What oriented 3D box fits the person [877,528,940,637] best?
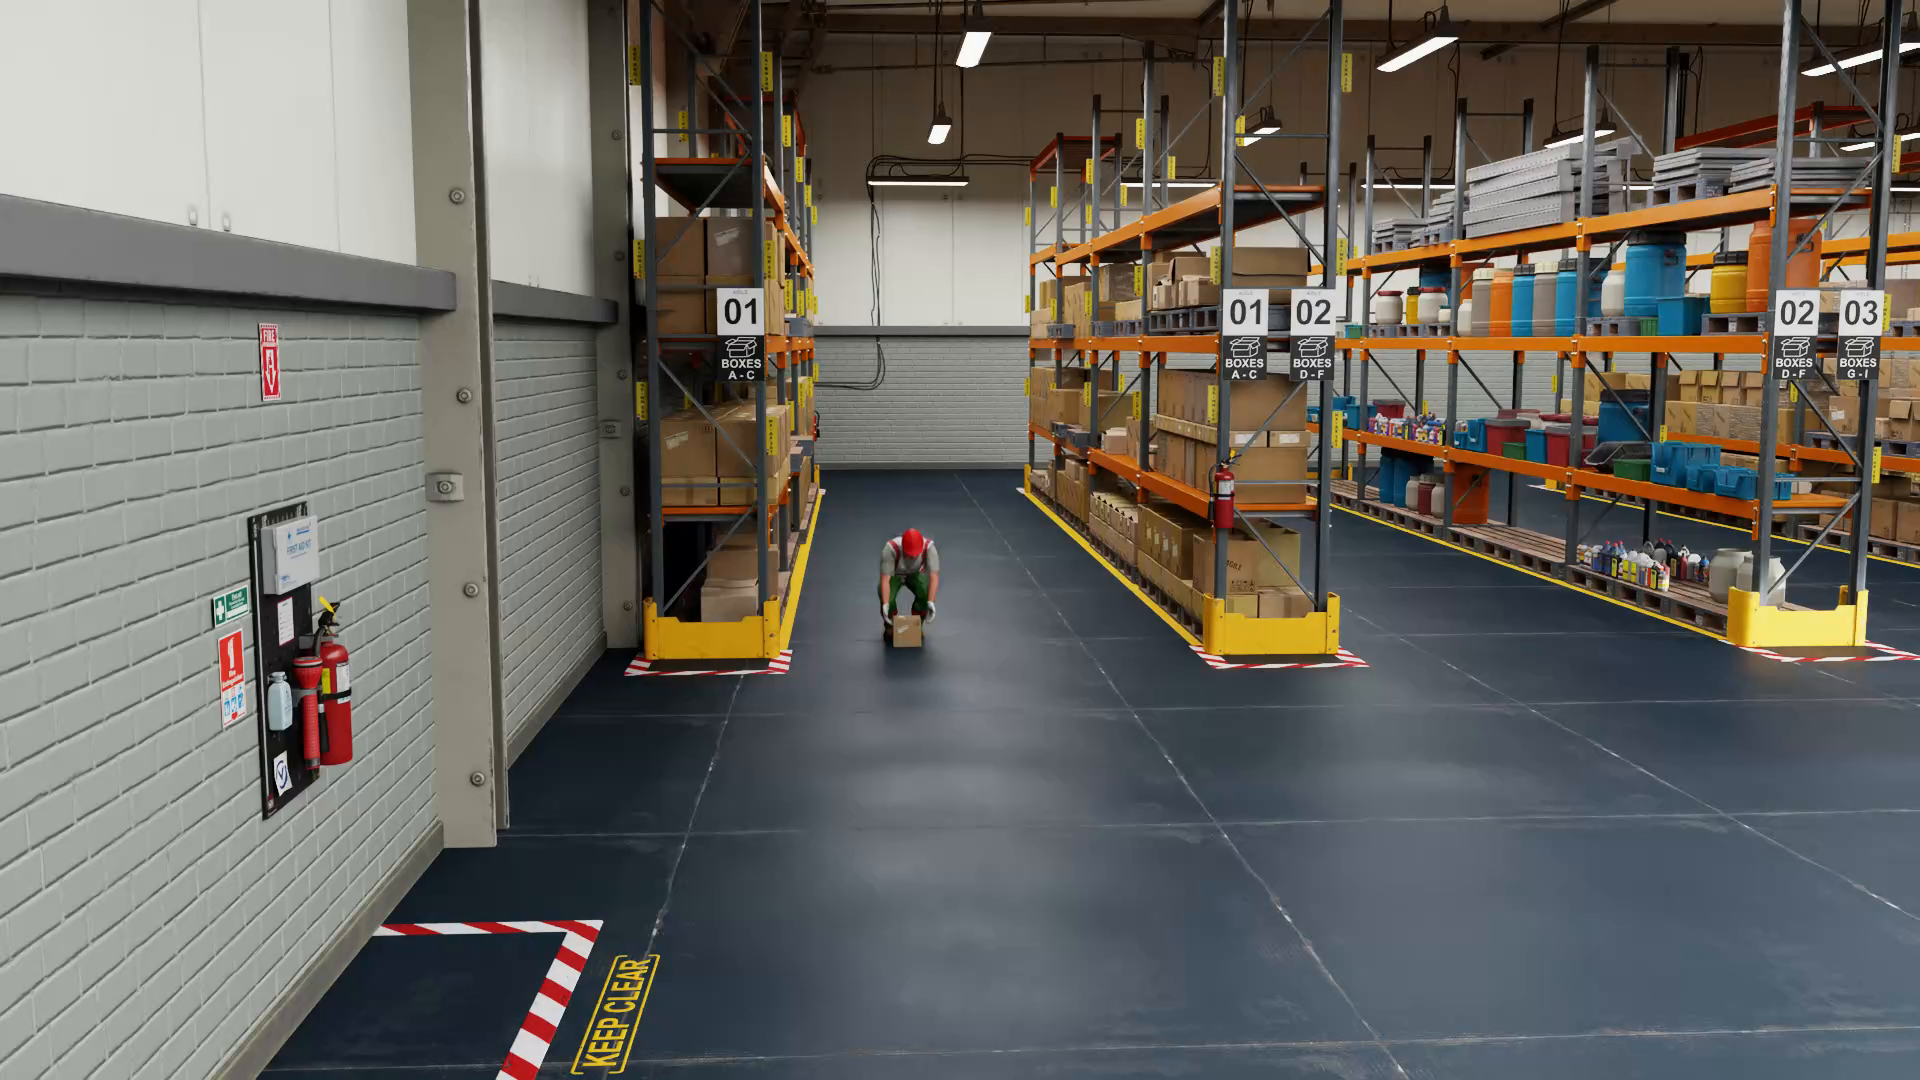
[{"bbox_3d":[-0.481,0.386,15.471,0.579,1.065,0.870,0,7,-4],"label":"person"}]
